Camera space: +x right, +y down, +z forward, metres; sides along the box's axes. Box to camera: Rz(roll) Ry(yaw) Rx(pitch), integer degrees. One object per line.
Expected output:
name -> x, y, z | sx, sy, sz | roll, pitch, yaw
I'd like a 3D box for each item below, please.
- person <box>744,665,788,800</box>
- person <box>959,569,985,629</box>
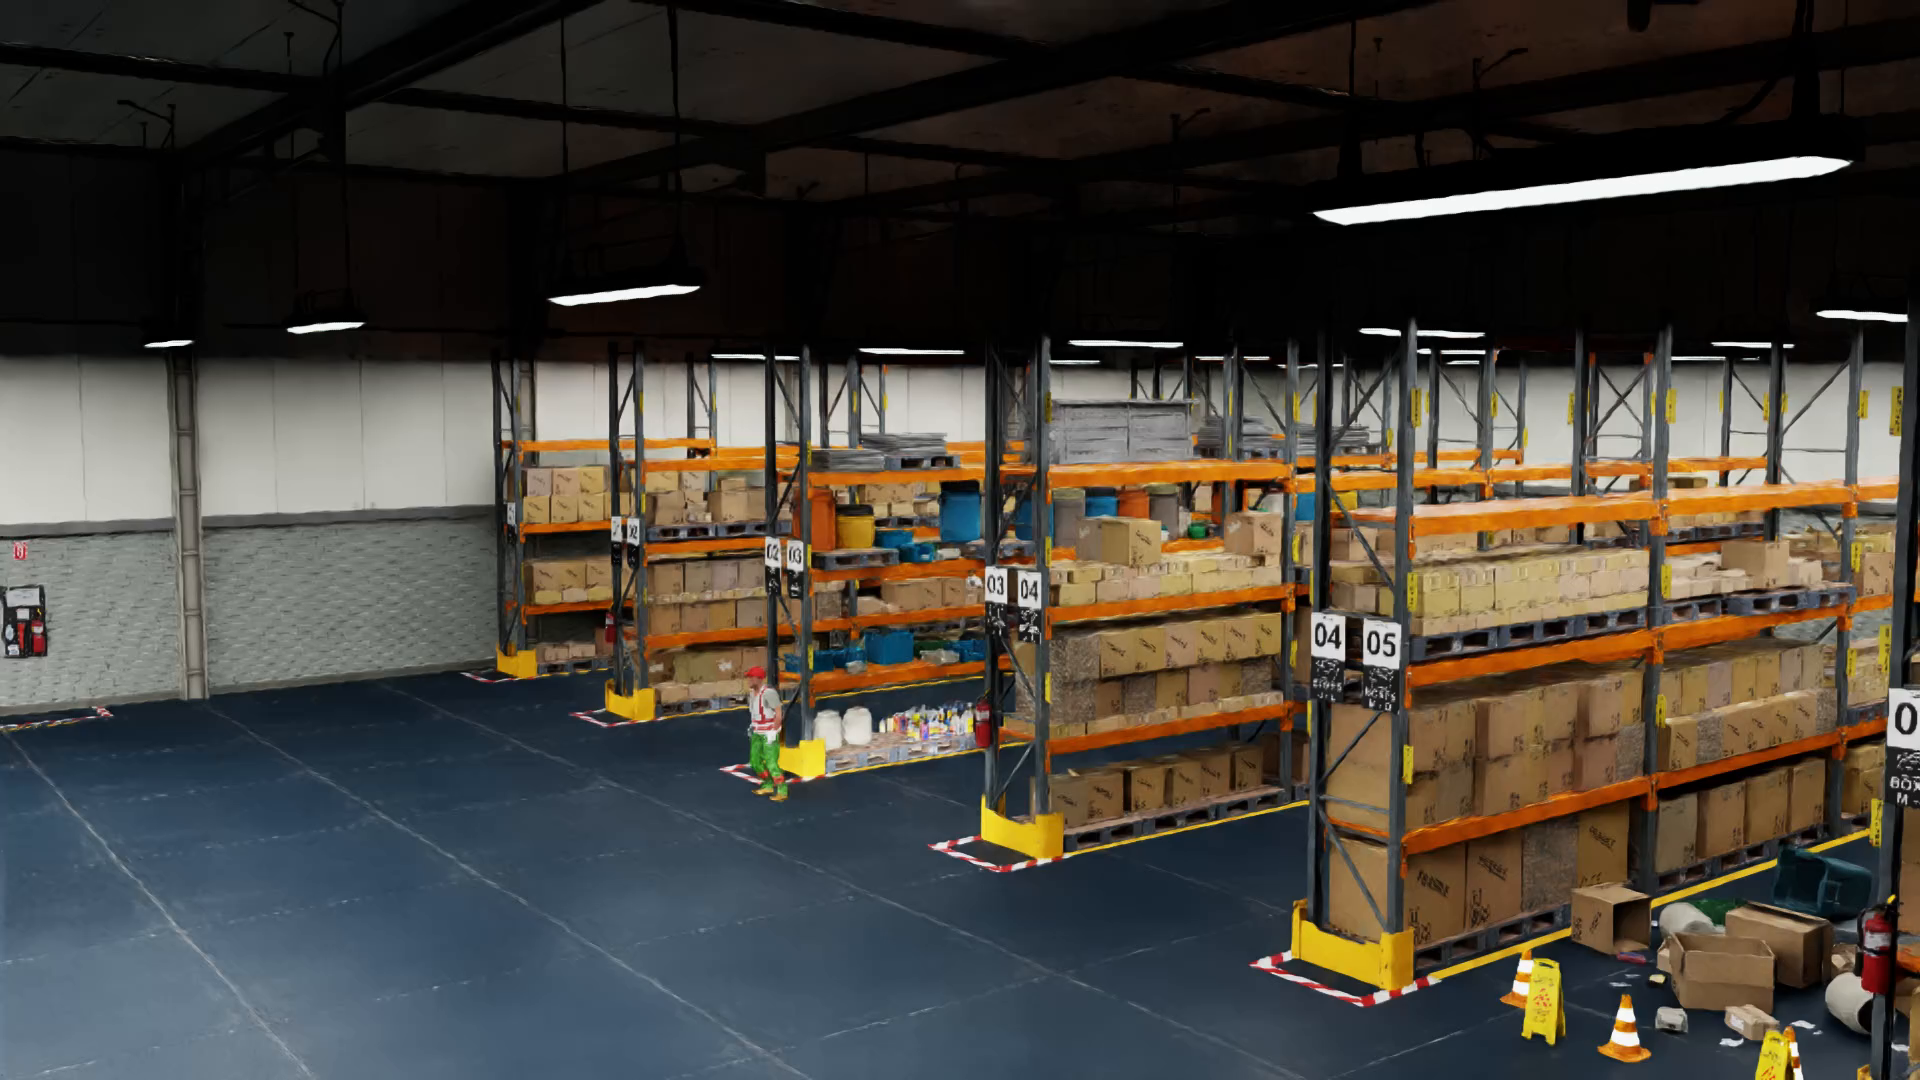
person -> -2.491, 2.440, 21.172 | 0.551, 1.728, 0.677 | -4, 6, -38
person -> 0.283, 1.286, 34.918 | 1.071, 1.590, 0.488 | -4, 6, -39
